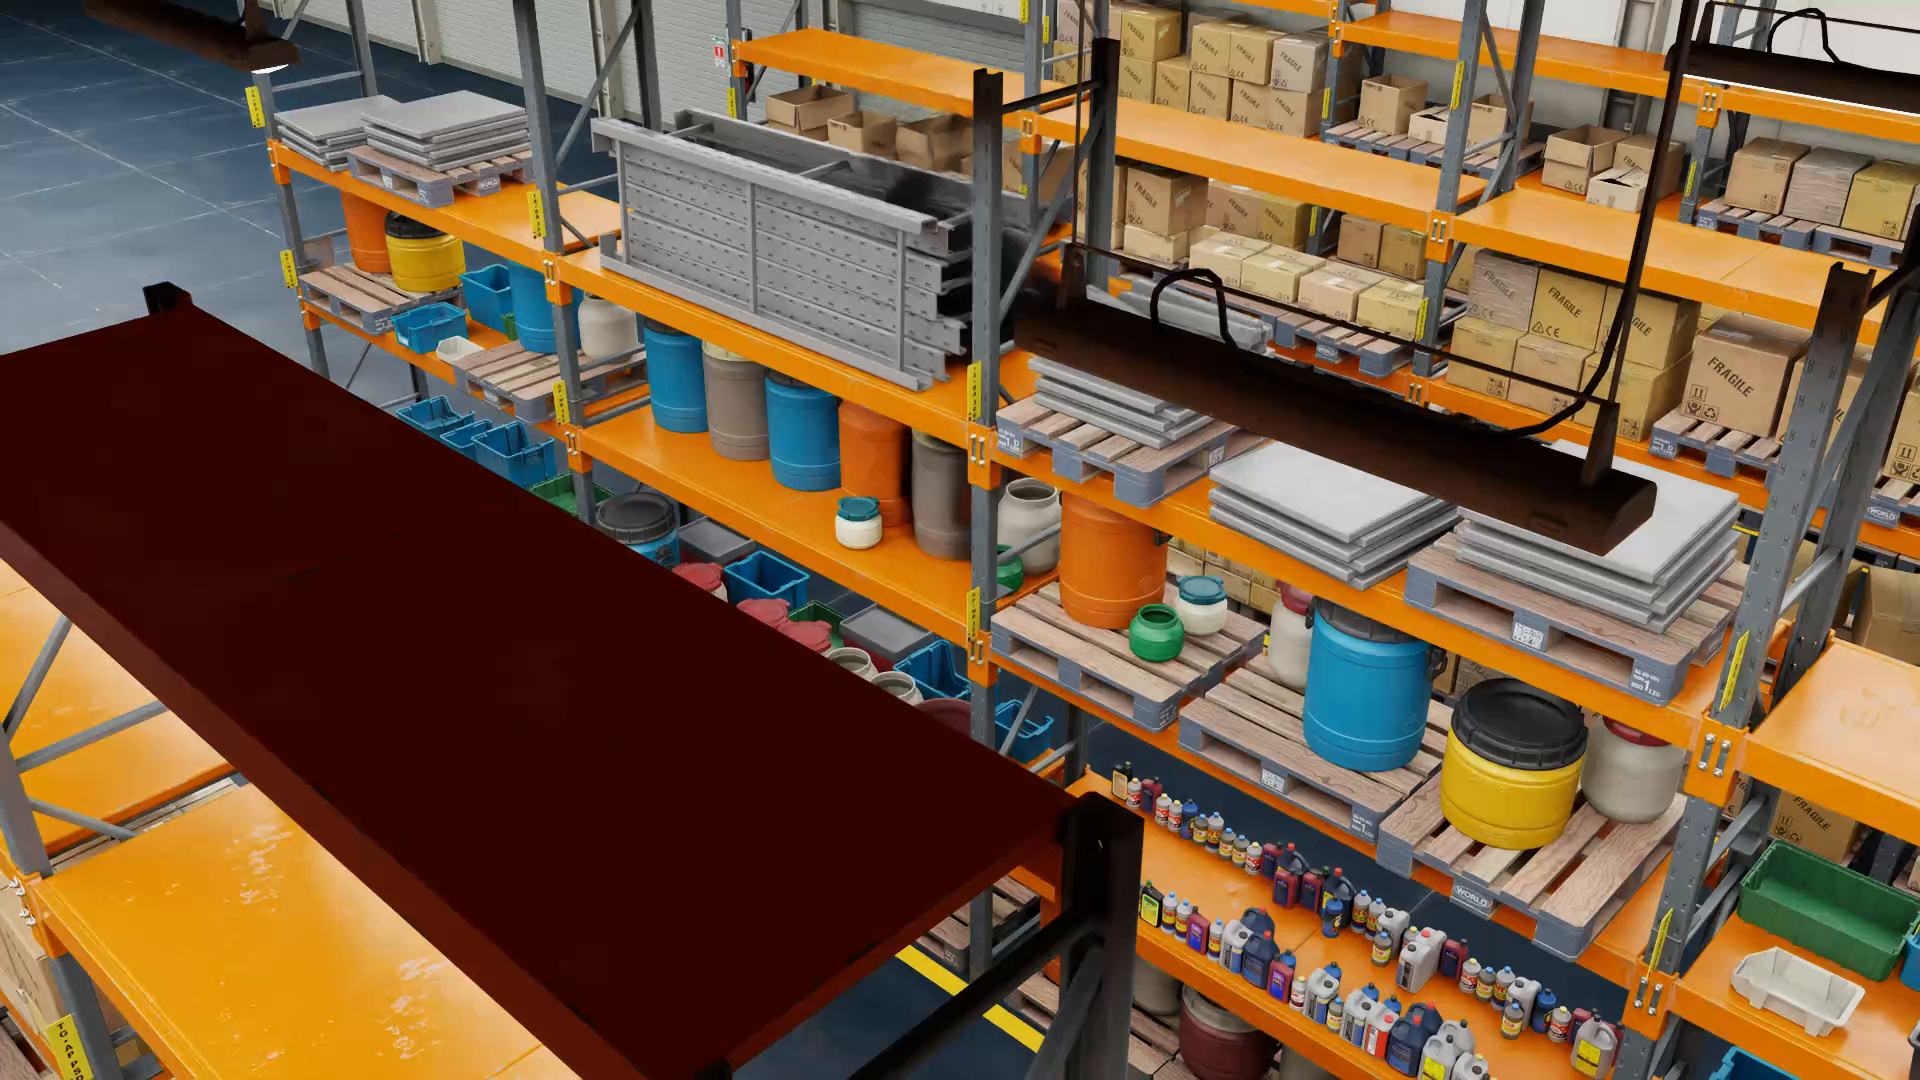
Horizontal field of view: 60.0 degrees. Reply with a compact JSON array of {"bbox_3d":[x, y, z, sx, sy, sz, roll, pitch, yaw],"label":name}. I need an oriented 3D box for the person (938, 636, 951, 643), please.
[{"bbox_3d":[-0.413,0.144,13.681,0.876,1.681,0.347,19,34,30],"label":"person"}]

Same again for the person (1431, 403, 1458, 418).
[{"bbox_3d":[4.439,-0.901,15.944,0.815,1.669,0.686,20,35,31],"label":"person"}]
